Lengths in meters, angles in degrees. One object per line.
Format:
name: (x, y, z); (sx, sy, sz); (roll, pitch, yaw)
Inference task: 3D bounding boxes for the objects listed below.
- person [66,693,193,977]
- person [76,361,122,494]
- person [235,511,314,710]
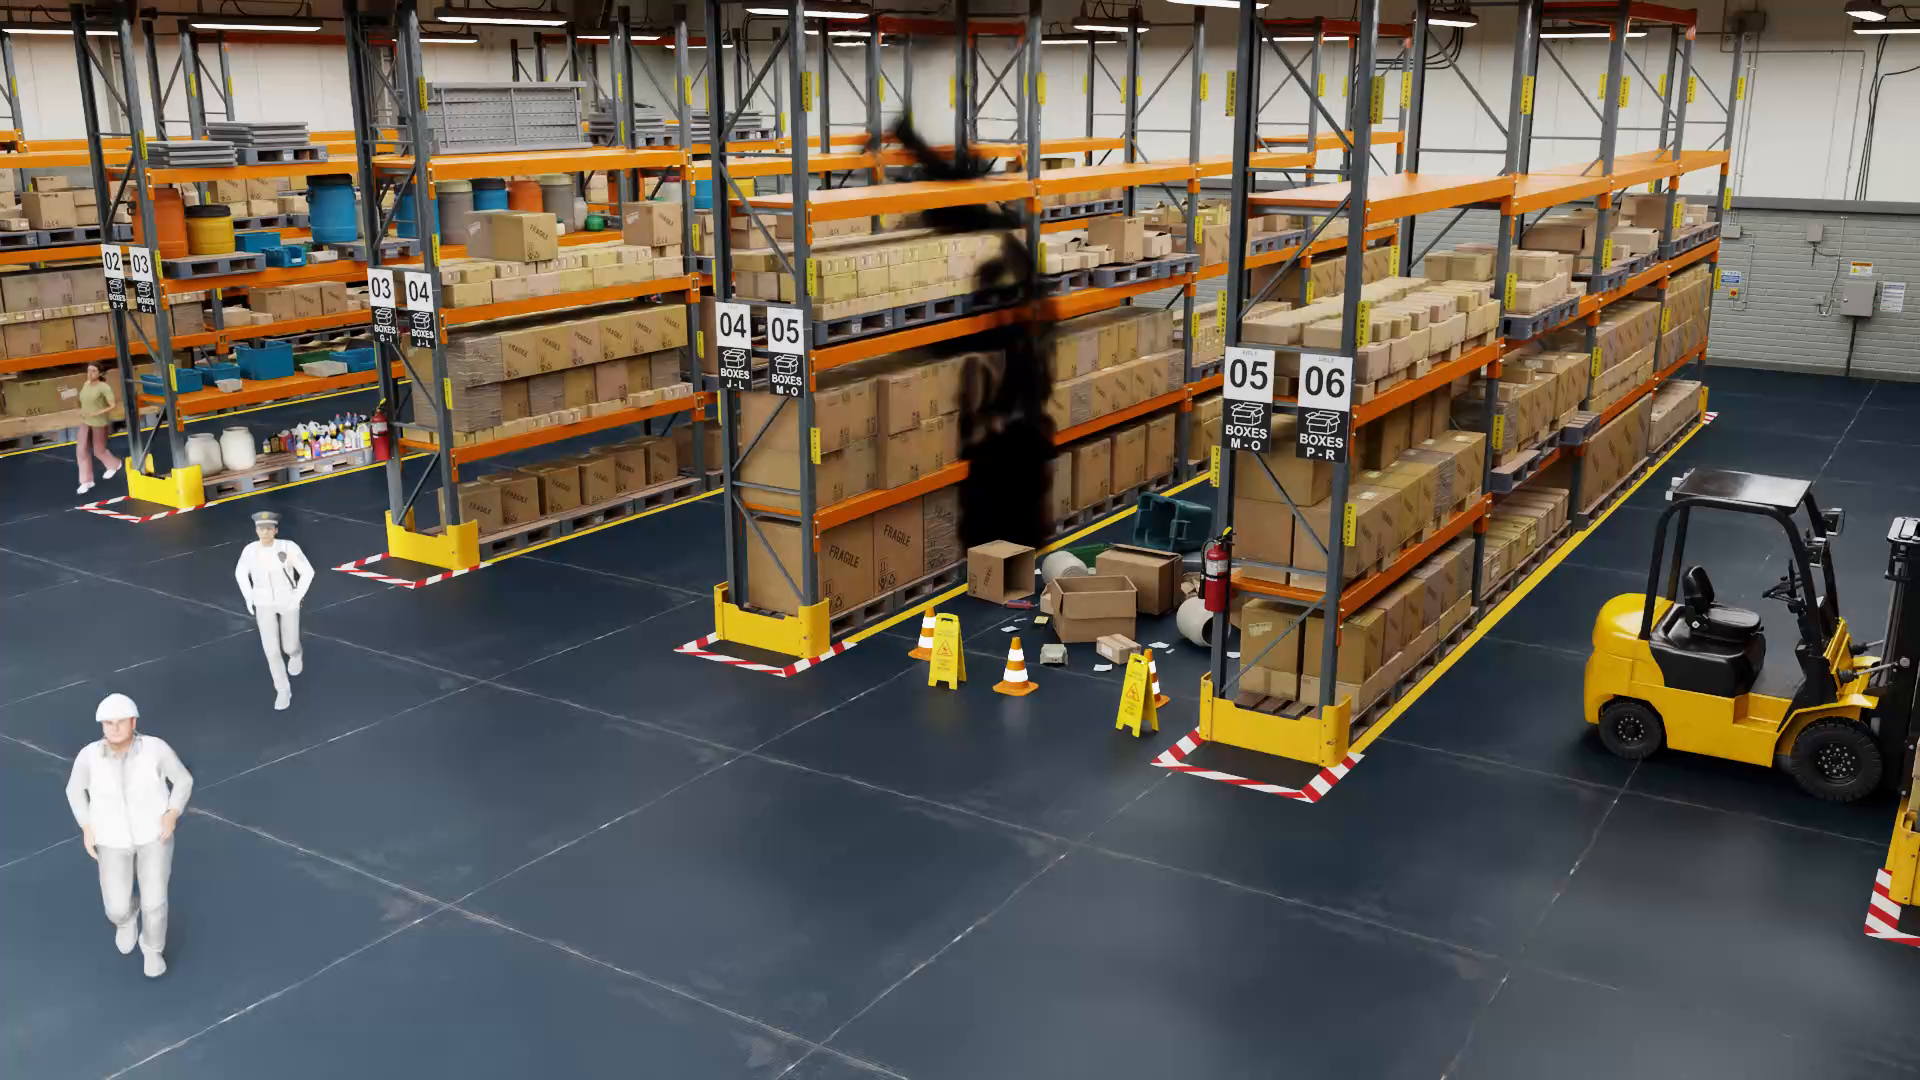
person: (-4.849, 1.729, 9.787); (0.676, 1.743, 0.576); (-7, 17, -23)
person: (-11.121, -1.487, 21.515); (0.595, 1.674, 0.821); (3, 16, 11)
person: (-5.831, 0.540, 14.211); (0.637, 1.681, 0.743); (-5, 16, -16)
